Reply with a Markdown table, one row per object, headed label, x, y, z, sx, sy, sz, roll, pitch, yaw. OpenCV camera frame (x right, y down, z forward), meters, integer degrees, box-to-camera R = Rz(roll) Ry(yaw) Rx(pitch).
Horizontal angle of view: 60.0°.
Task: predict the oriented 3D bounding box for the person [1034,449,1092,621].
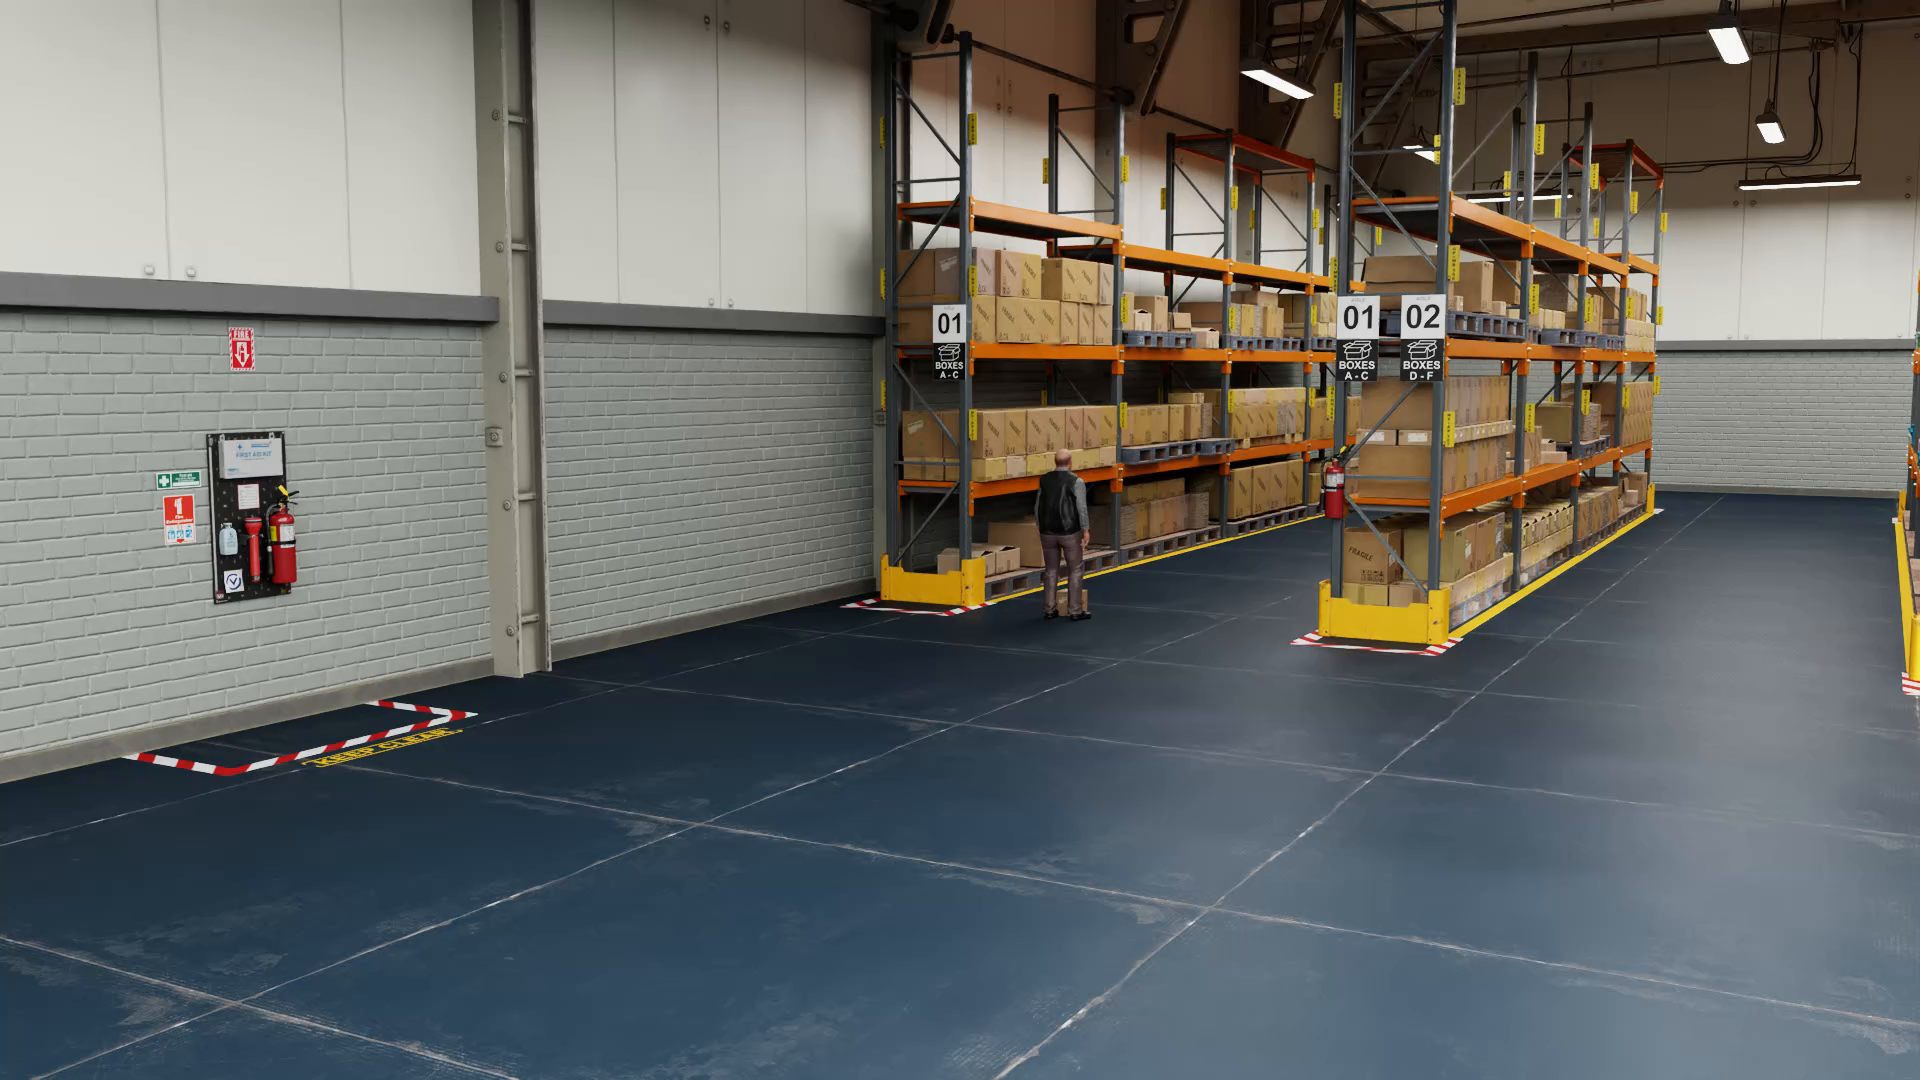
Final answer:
| label | x | y | z | sx | sy | sz | roll | pitch | yaw |
| --- | --- | --- | --- | --- | --- | --- | --- | --- | --- |
| person | 1.025 | -0.060 | 16.820 | 0.580 | 1.721 | 0.416 | 3 | 7 | 29 |
